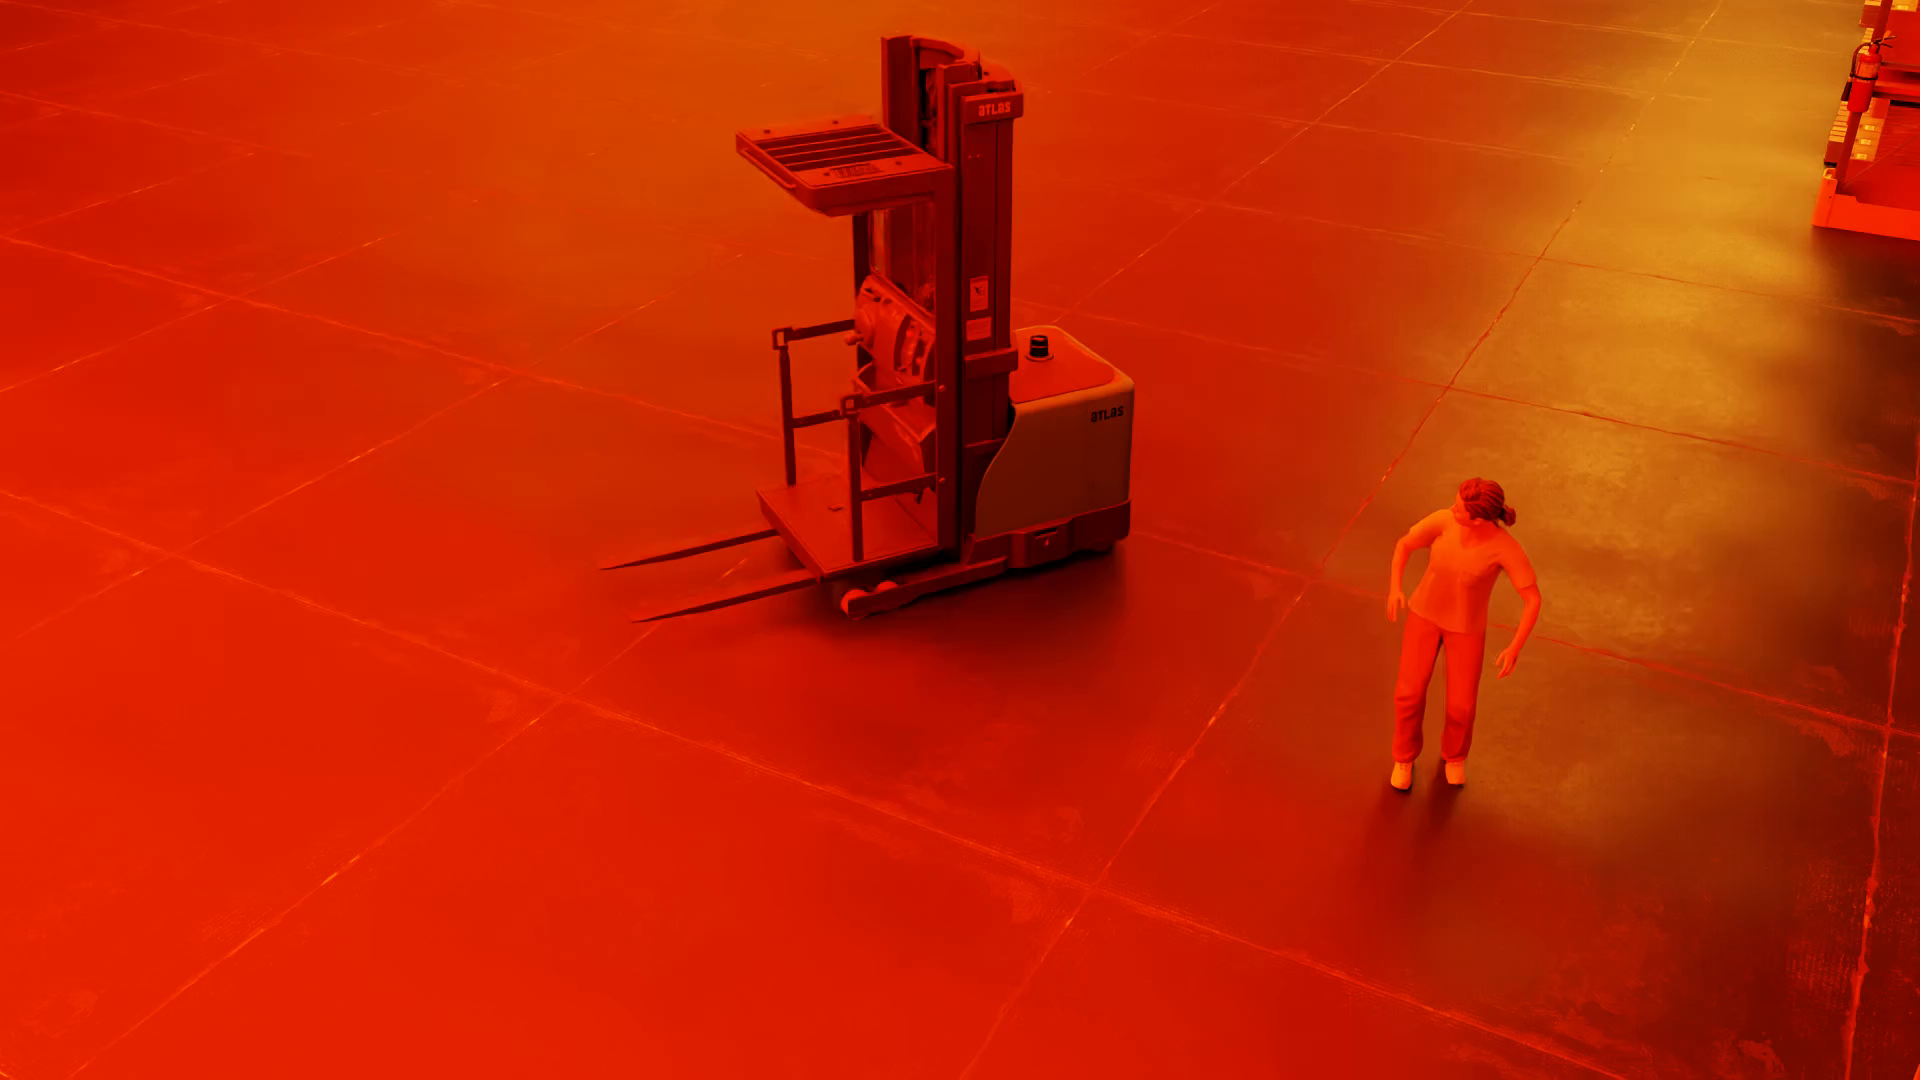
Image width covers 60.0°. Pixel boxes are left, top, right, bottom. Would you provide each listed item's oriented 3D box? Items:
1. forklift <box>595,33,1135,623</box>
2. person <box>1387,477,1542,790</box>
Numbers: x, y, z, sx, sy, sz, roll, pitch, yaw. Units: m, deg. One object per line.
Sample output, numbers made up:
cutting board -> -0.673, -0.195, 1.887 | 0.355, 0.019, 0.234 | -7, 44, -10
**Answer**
forklift -> -0.544, -1.129, 9.026 | 3.031, 2.935, 1.130 | -14, 33, -23
person -> 2.278, 0.432, 7.668 | 0.687, 1.618, 0.477 | 16, 34, 25
